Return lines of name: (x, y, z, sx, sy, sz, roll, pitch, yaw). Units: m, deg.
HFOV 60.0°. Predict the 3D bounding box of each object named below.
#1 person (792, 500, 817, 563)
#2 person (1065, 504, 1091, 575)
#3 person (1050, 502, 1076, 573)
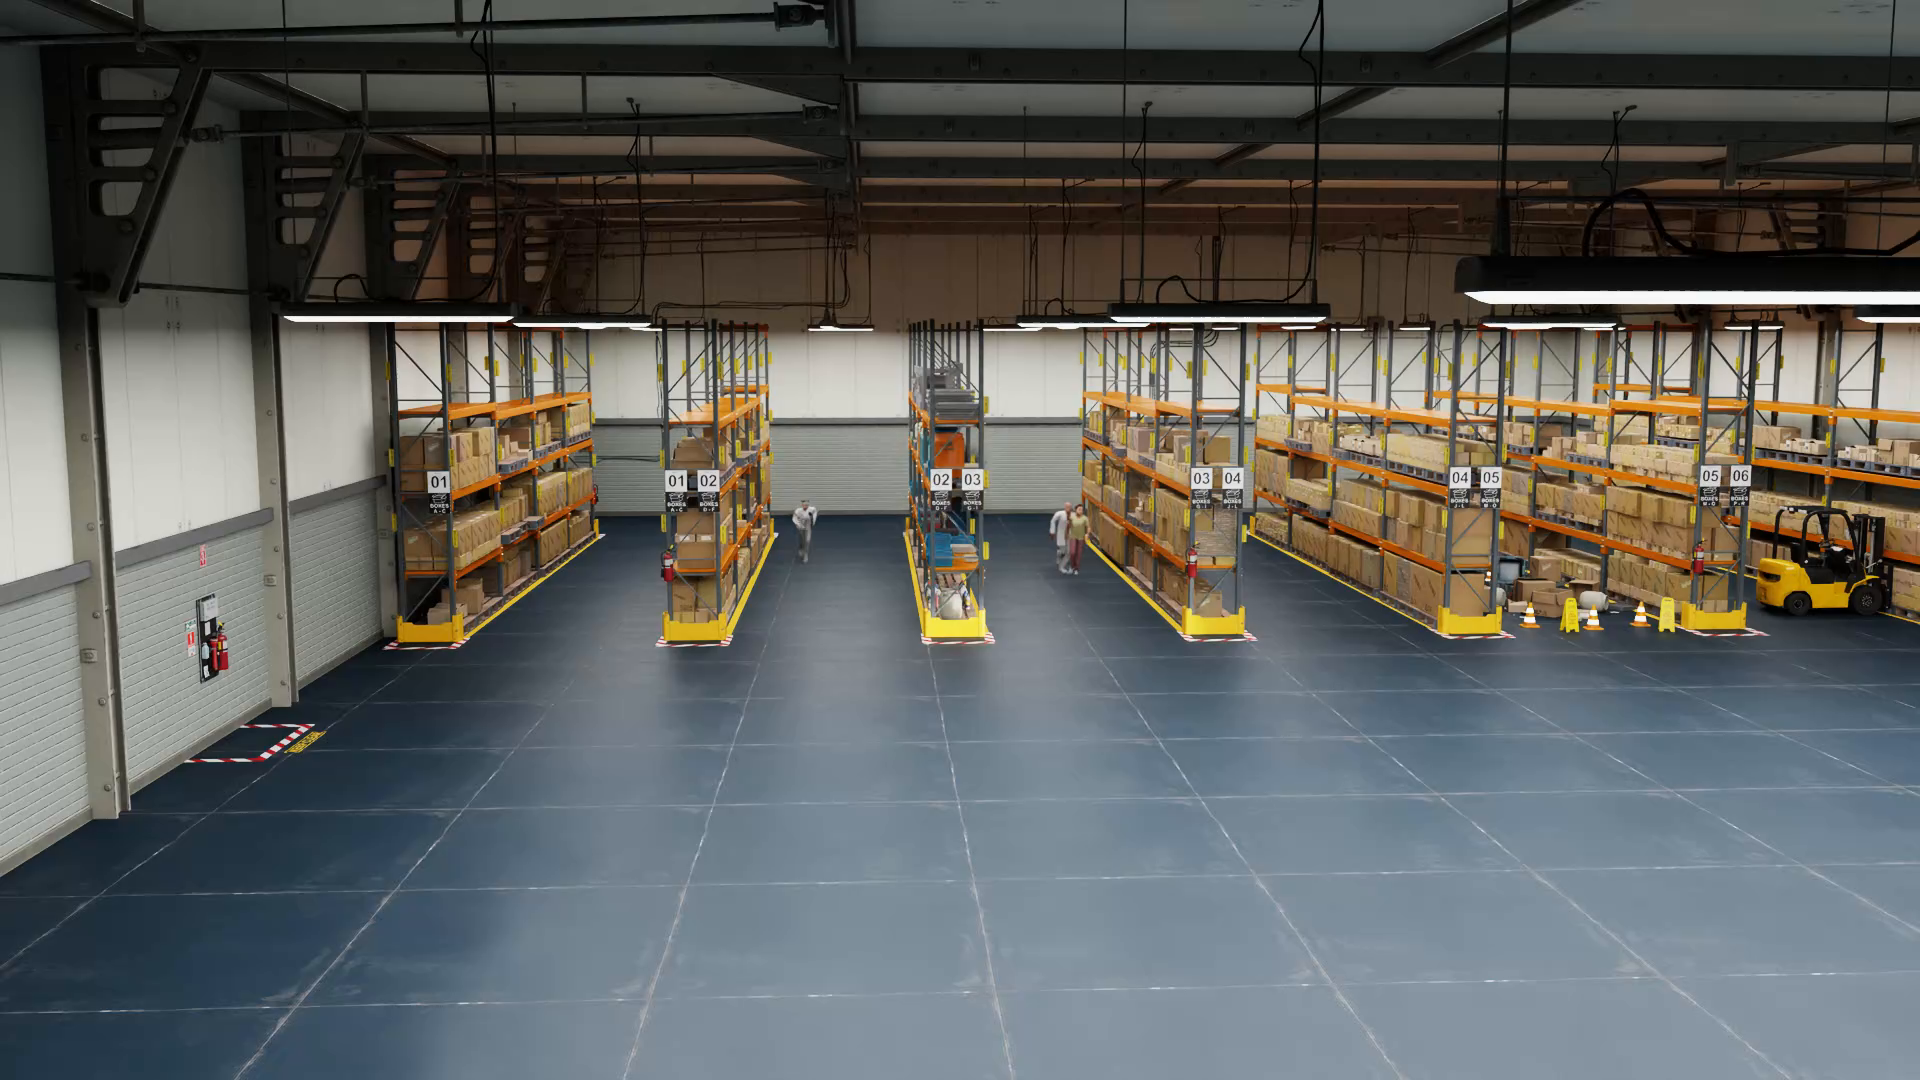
person: (-3.958, -0.255, 42.192, 0.651, 1.628, 0.969, -2, 7, -17)
person: (2.665, -0.010, 37.542, 0.573, 1.645, 0.723, 0, 7, 3)
person: (2.528, -0.080, 40.194, 0.706, 1.711, 0.712, -3, 8, -20)
